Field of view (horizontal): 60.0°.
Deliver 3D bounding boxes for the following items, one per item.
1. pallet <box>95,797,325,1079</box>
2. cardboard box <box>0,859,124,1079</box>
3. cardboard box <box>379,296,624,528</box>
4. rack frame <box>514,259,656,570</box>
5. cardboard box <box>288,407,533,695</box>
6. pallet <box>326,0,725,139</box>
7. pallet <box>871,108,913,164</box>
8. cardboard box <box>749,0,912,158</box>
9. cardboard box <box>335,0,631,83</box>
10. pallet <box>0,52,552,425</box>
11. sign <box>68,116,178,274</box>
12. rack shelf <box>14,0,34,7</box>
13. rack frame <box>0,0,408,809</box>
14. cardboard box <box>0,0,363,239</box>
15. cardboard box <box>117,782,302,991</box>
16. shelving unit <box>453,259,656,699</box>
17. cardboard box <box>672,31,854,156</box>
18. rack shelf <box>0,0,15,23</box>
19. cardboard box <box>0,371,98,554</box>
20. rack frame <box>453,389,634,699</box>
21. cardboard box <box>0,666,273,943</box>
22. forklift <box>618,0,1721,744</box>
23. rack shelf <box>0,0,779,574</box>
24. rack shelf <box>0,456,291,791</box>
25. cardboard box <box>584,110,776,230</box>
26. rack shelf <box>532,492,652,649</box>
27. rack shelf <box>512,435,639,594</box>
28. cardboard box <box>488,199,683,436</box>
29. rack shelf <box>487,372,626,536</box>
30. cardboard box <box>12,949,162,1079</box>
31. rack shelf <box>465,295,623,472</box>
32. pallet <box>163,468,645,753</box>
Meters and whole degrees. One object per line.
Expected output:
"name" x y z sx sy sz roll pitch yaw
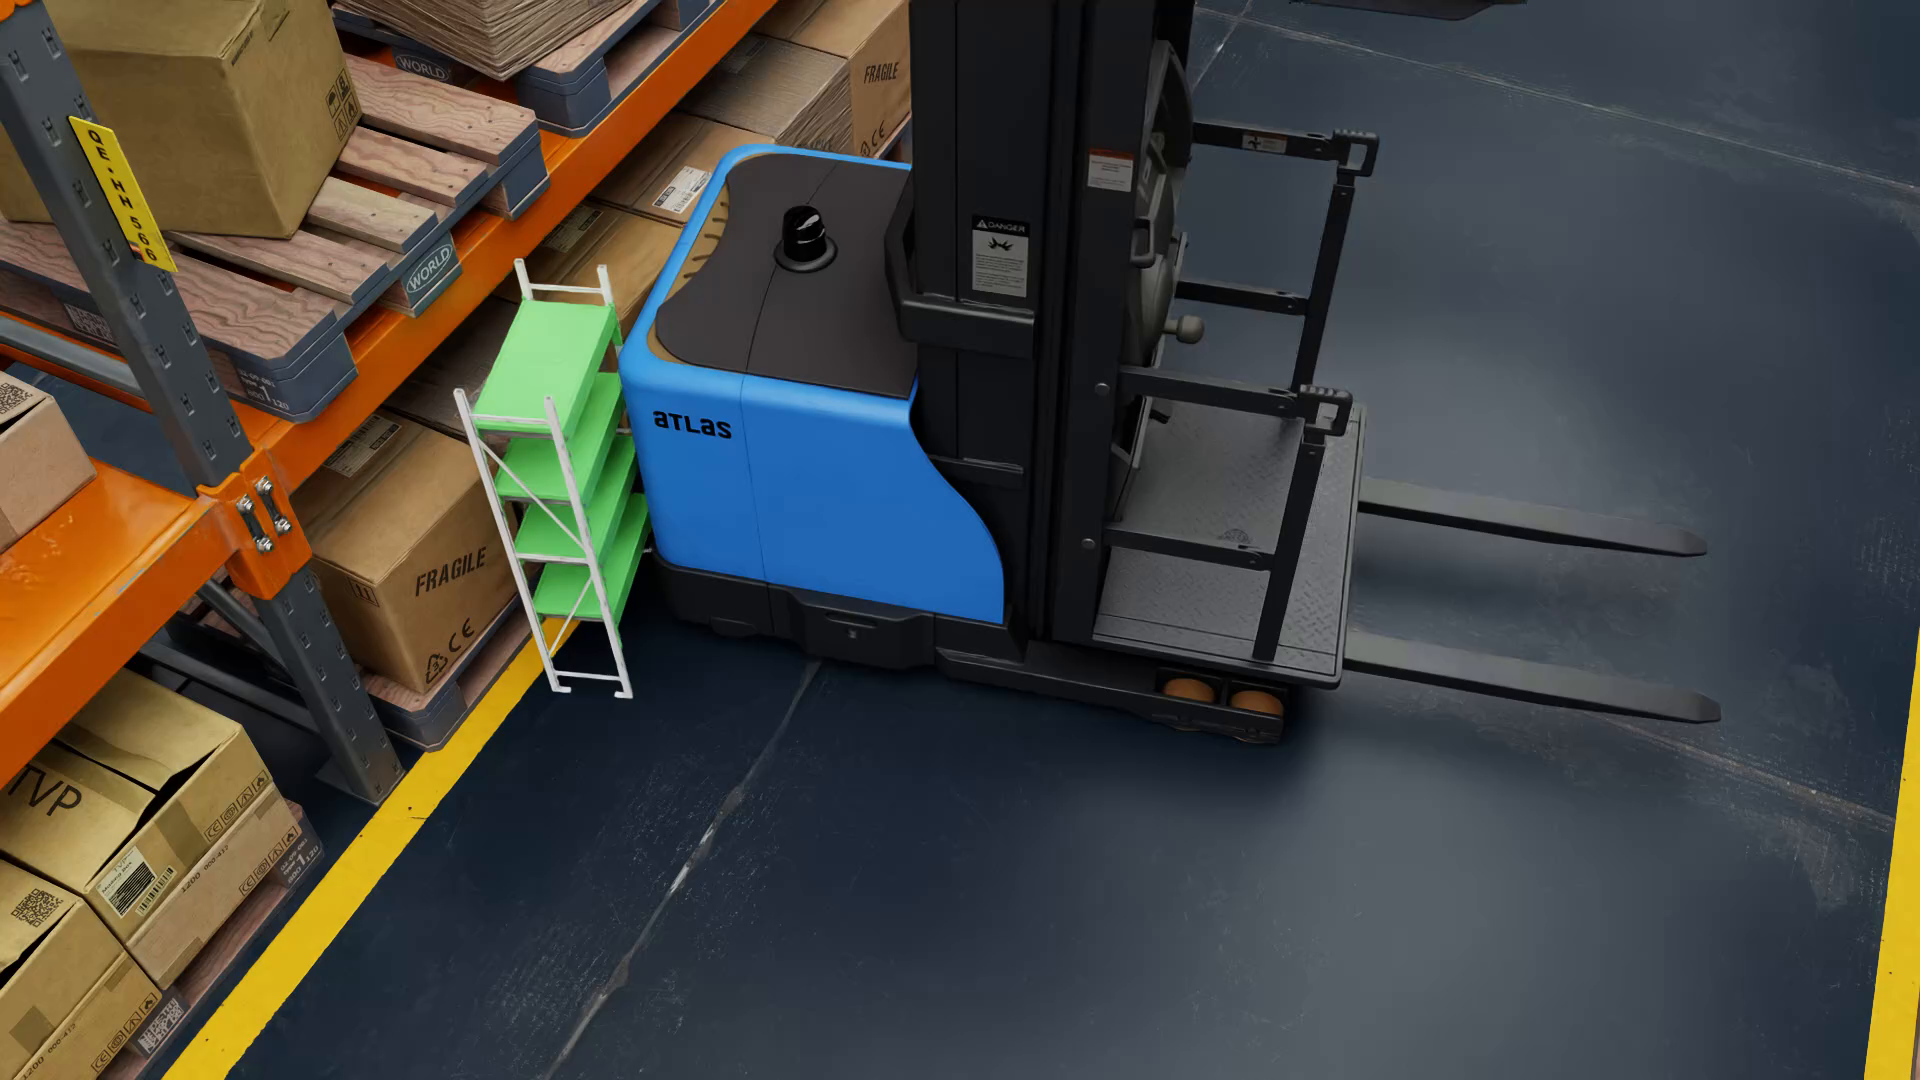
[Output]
"pallet" -2.424 1.025 4.239 1.003 0.211 1.213 20 52 16
"cardboard box" -2.255 0.942 3.641 0.500 0.311 0.500 19 52 16
"cardboard box" -1.366 -0.348 4.929 0.500 0.500 0.500 18 52 15
"rack frame" -1.020 -0.314 4.723 0.240 1.200 0.015 5 49 5
"cardboard box" -1.584 0.015 4.620 0.500 0.500 0.500 22 53 18
"pallet" -1.211 -1.711 4.862 1.003 0.211 1.213 20 52 16
"pallet" -0.642 -1.711 6.567 1.003 0.211 1.213 20 52 16
"cardboard box" -0.499 -1.749 6.121 0.500 0.500 0.500 20 52 16
"cardboard box" -1.307 -1.639 4.334 0.700 0.500 0.500 29 56 23
"pallet" -1.811 -0.860 4.138 1.213 0.211 1.003 20 52 16
"sign" -1.534 -0.629 3.056 0.100 0.325 0.005 20 52 16
"rack shelf" -1.183 -2.549 3.952 1.077 0.370 4.000 20 52 16
"rack frame" -2.037 -0.432 3.648 1.000 3.000 0.127 20 52 16
"cardboard box" -1.870 -1.071 3.851 0.700 0.500 0.500 4 50 4
"cardboard box" -2.041 0.764 4.160 0.500 0.250 0.500 21 53 17
"shelving unit" -1.050 -0.132 4.564 0.258 1.200 0.503 5 49 5
"cardboard box" -0.713 -1.403 5.827 0.500 0.500 0.500 20 53 17
"rack shelf" -2.892 0.206 1.608 1.077 0.370 4.000 20 52 16
"cardboard box" -2.232 -0.167 3.481 0.500 0.311 0.500 23 53 18
"rack frame" -1.079 0.050 4.404 0.240 1.200 0.015 5 49 5
"cardboard box" -2.038 0.582 3.947 0.500 0.311 0.500 21 53 17
"forklift" 0.675 -0.816 4.020 3.031 2.935 1.130 10 50 8
"rack shelf" -1.183 -1.576 5.094 1.077 0.370 4.000 20 52 16
"rack shelf" -2.892 1.178 2.750 1.077 0.370 4.000 20 52 16
"cardboard box" -0.929 -1.052 5.528 0.500 0.500 0.500 18 52 15
"rack shelf" -1.046 0.069 4.792 0.258 0.148 0.480 5 49 5
"rack shelf" -1.049 -0.090 4.612 0.258 0.148 0.480 5 49 5
"cardboard box" -1.147 -0.691 5.221 0.500 0.500 0.500 19 52 16
"rack shelf" -1.052 -0.248 4.431 0.258 0.148 0.480 5 49 5
"cardboard box" -2.258 1.120 3.857 0.500 0.250 0.500 19 52 16
"rack shelf" -1.055 -0.407 4.251 0.258 0.148 0.480 5 49 5
"pallet" -1.684 -0.031 5.137 1.003 0.211 1.213 20 52 16
